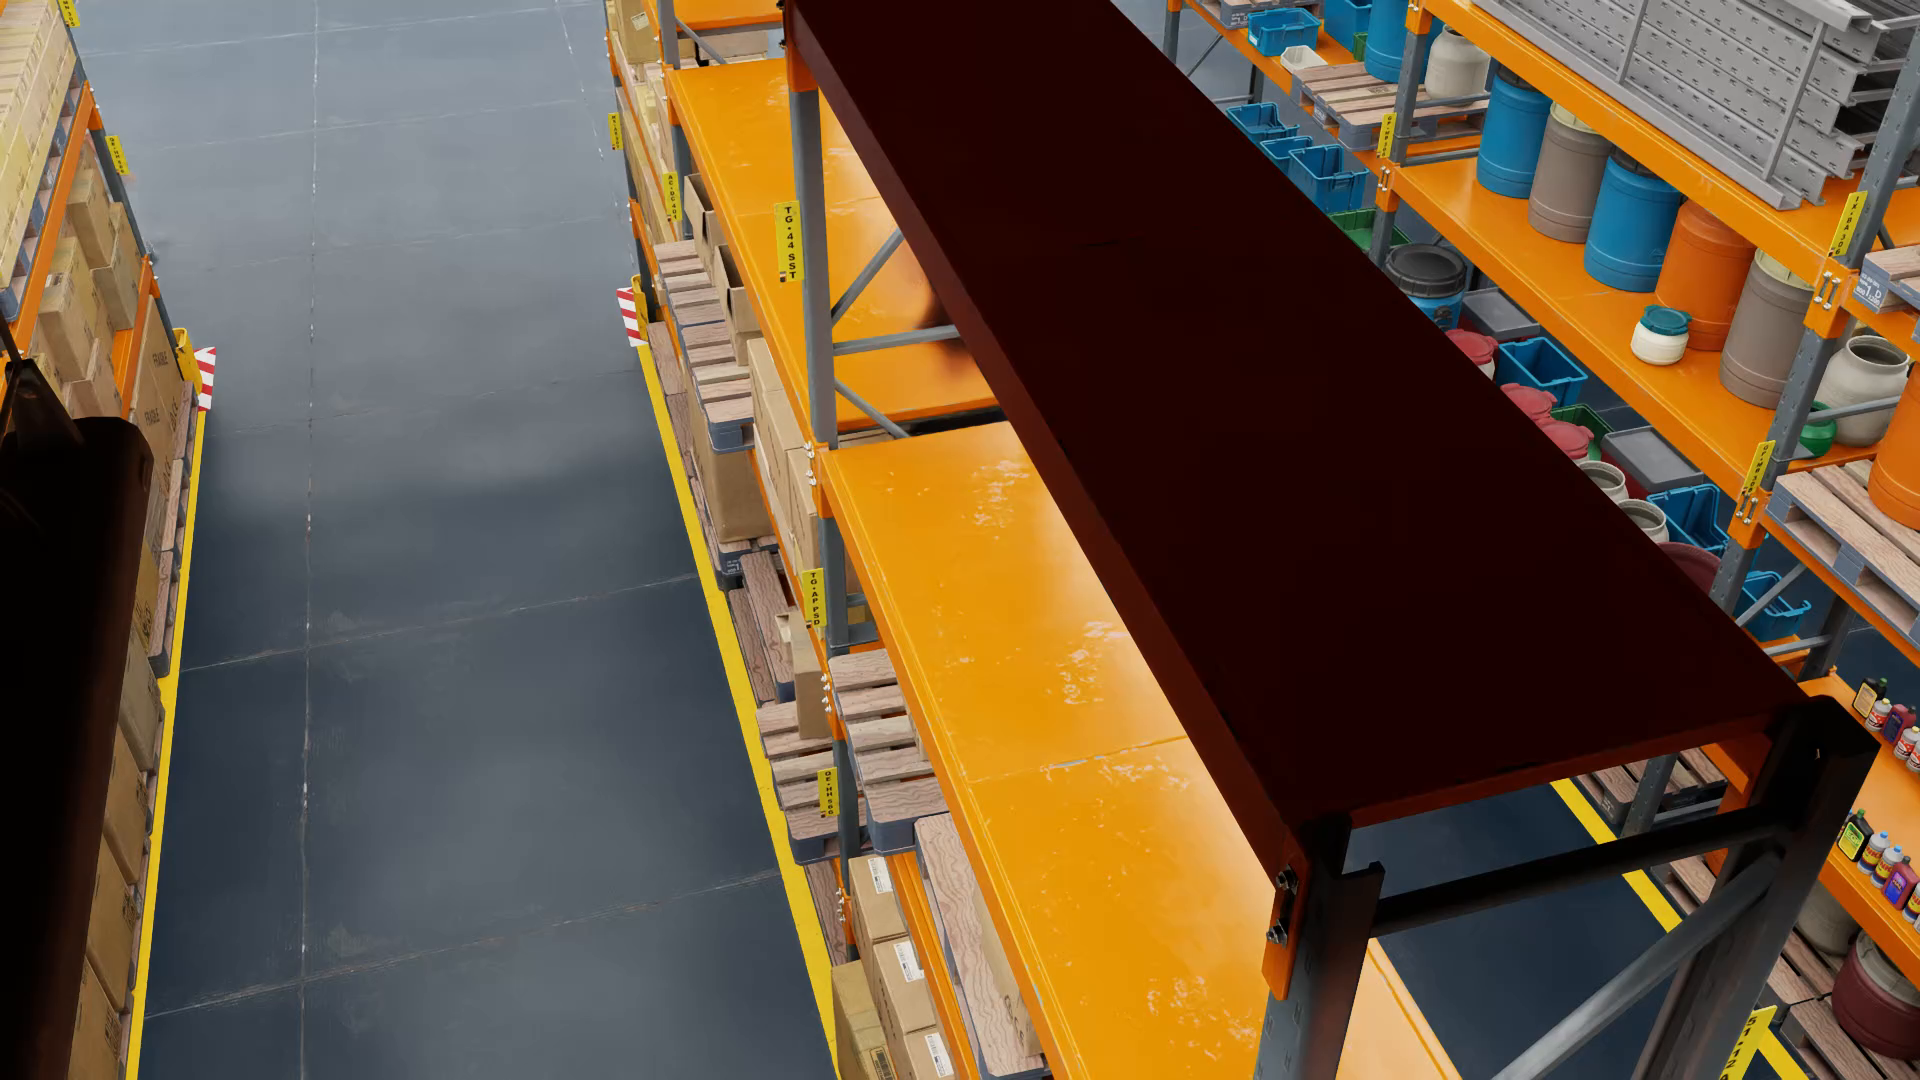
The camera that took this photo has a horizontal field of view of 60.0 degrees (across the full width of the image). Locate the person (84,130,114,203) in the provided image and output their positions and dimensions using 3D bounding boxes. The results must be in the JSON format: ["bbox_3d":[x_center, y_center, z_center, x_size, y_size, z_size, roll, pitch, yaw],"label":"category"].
[{"bbox_3d":[-8.493,-3.546,15.938,0.708,1.710,0.546,-23,44,-27],"label":"person"}]
